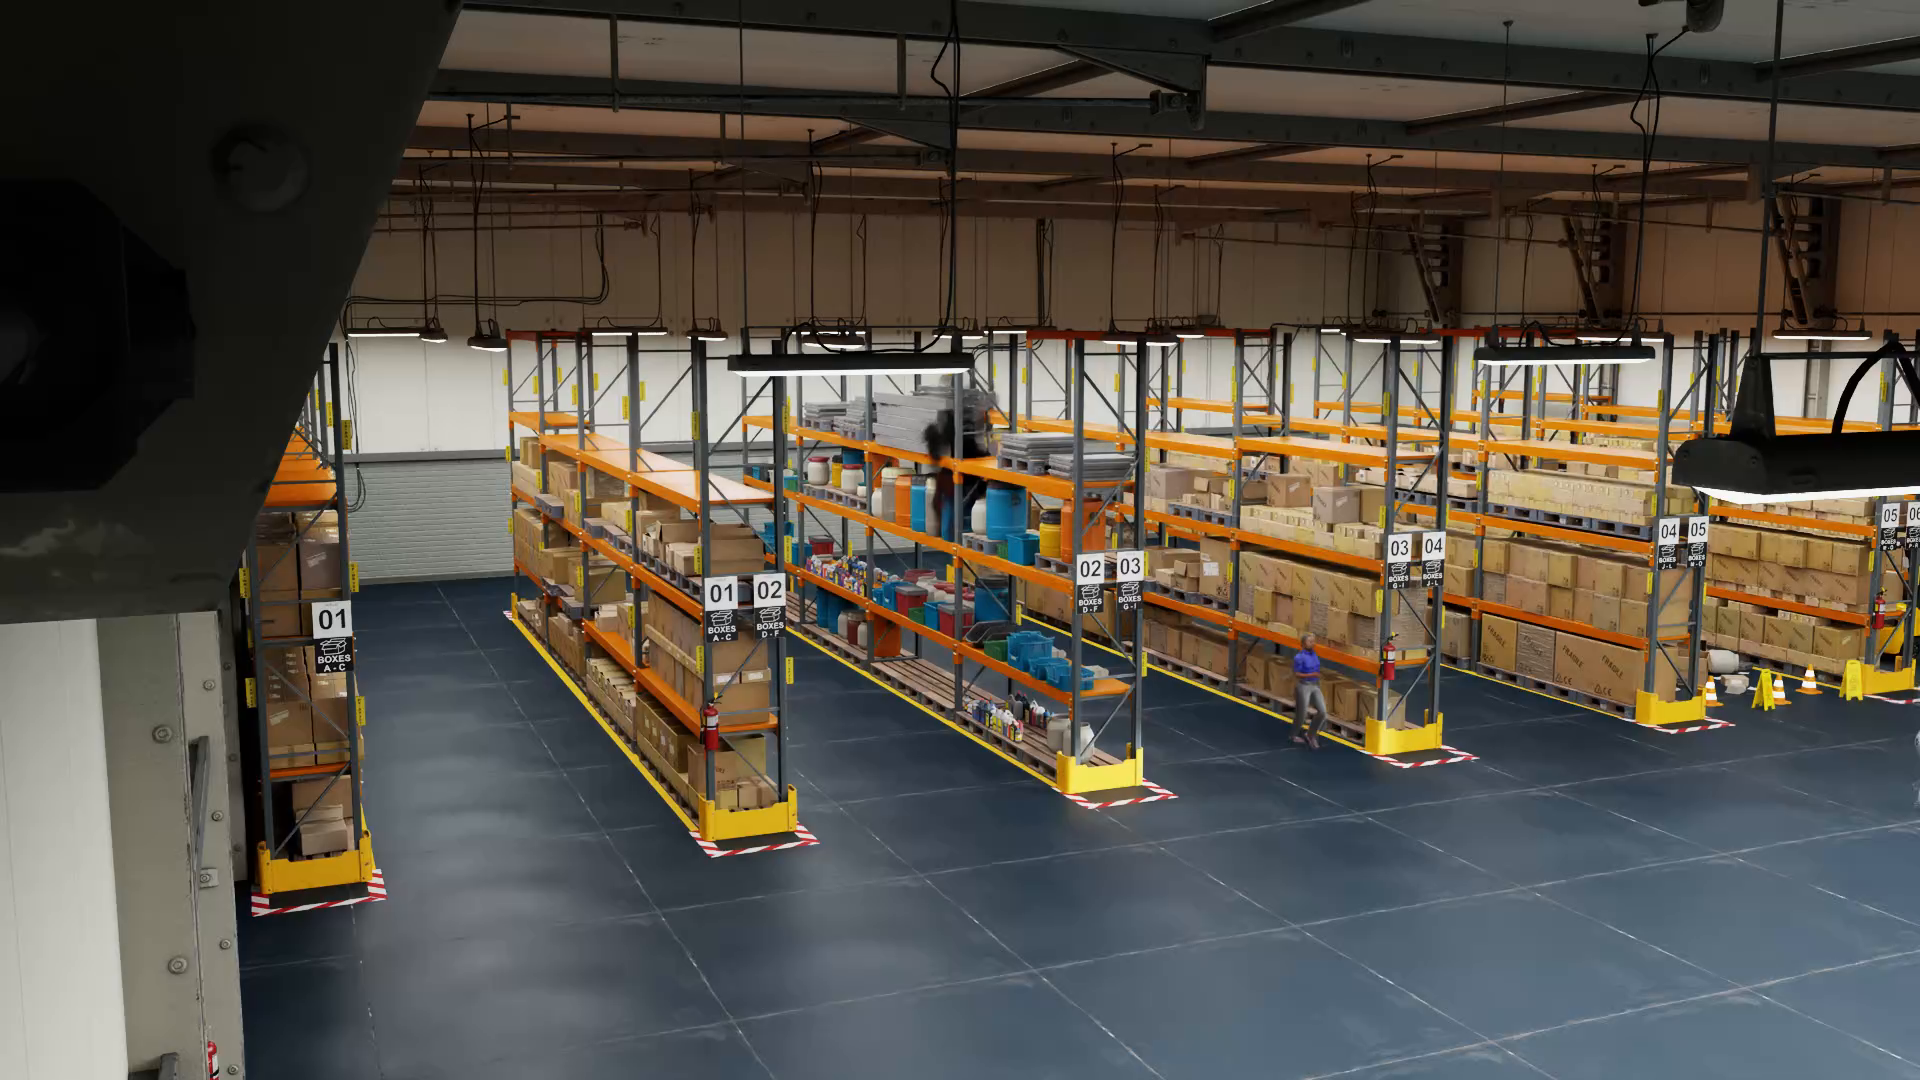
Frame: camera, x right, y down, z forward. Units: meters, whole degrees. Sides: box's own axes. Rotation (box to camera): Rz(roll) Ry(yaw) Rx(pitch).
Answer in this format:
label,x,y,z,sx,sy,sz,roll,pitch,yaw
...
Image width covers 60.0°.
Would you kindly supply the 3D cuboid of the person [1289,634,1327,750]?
label,x,y,z,sx,sy,sz,roll,pitch,yaw
person,5.062,2.204,24.075,0.554,1.691,0.668,-4,9,-28
